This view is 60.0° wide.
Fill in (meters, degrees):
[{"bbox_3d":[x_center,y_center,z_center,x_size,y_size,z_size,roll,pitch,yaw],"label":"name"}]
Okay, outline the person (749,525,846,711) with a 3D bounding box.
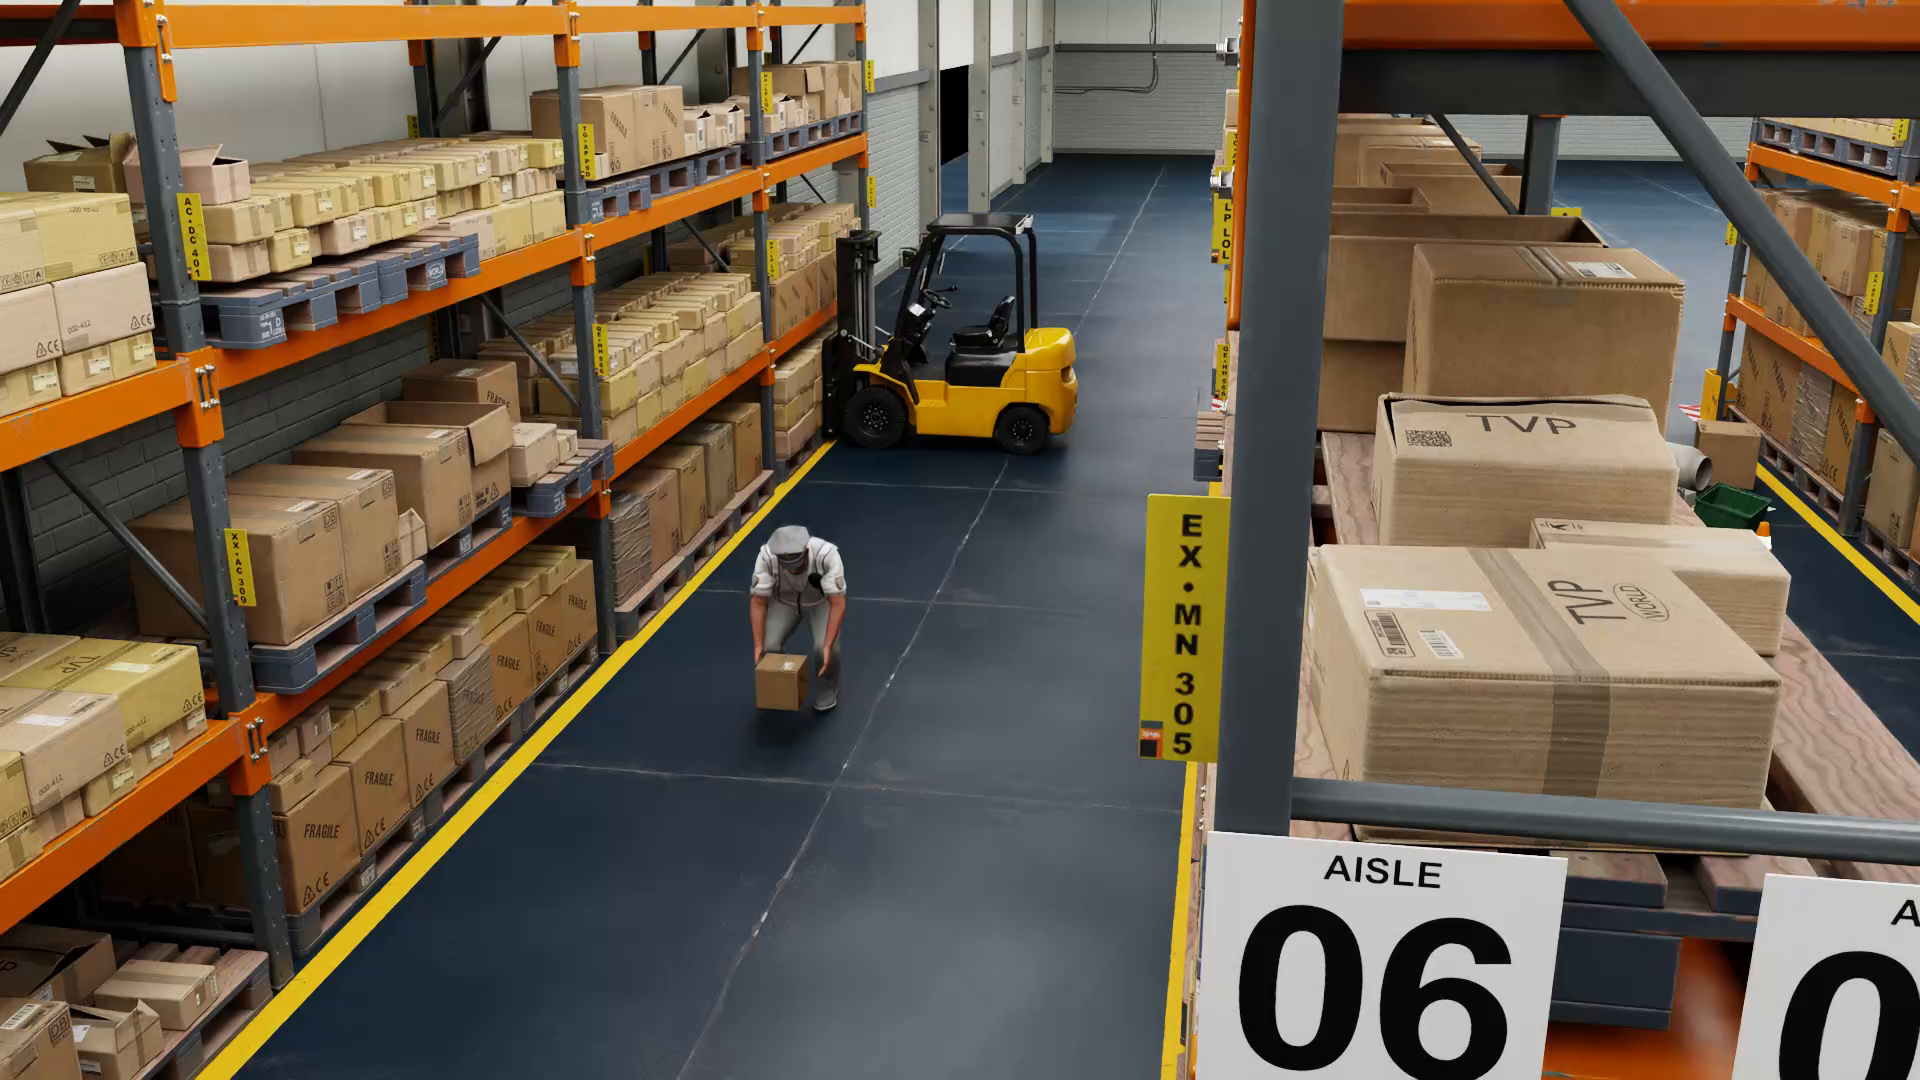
[{"bbox_3d":[-0.940,0.436,10.027,0.581,1.241,0.882,3,18,9],"label":"person"}]
